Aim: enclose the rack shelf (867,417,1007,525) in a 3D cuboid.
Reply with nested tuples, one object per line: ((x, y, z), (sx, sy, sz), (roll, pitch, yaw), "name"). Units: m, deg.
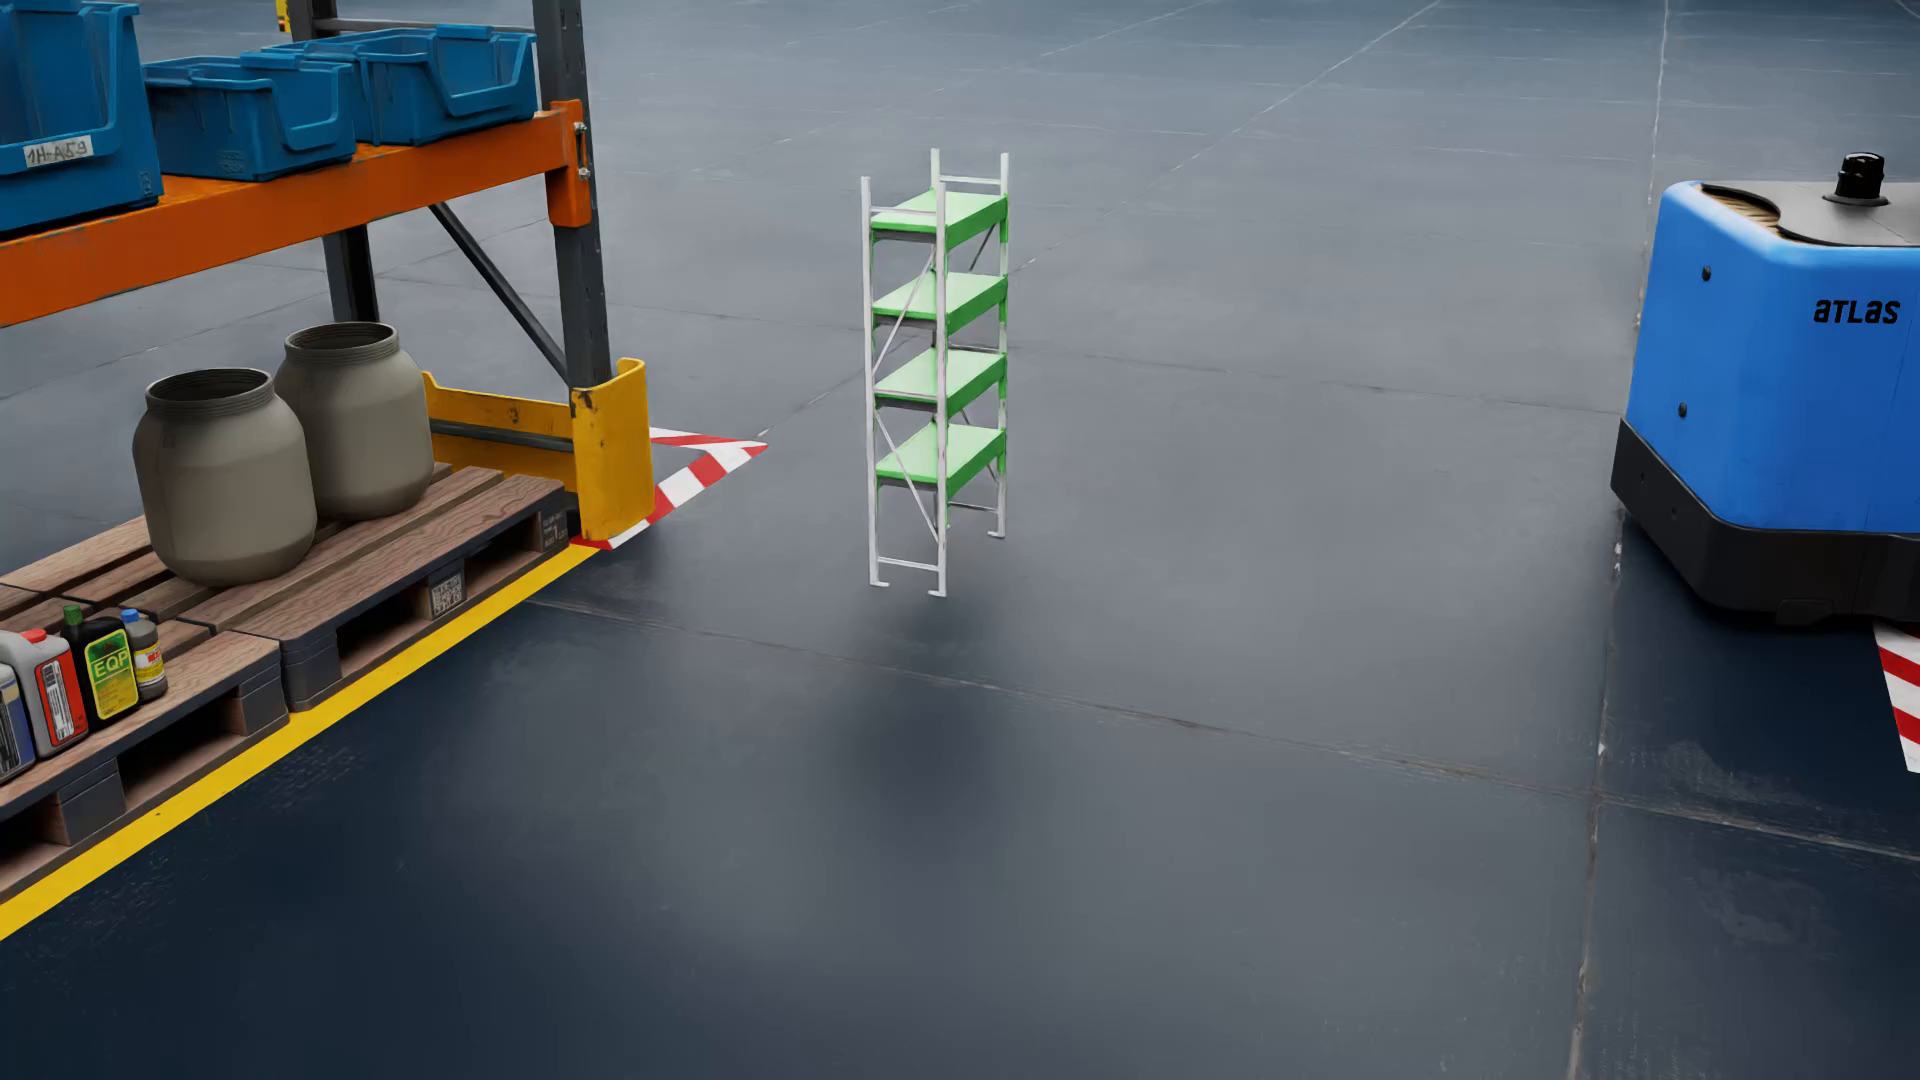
((-0.061, -0.214, 4.994), (0.258, 0.148, 0.480), (9, 24, 20), "rack shelf")

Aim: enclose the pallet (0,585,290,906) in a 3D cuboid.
((-2.353, 0.494, 3.794), (1.003, 0.211, 1.213), (9, 24, 20), "pallet")

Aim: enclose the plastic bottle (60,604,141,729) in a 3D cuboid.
((-1.909, 0.263, 3.683), (0.061, 0.283, 0.133), (9, 24, 21), "plastic bottle")

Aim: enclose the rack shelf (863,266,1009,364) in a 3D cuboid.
((-0.062, -0.657, 4.809), (0.258, 0.148, 0.480), (9, 24, 20), "rack shelf")

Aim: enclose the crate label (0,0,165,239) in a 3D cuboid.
((-2.039, -0.871, 3.397), (0.502, 0.435, 0.616), (9, 24, 20), "crate label")

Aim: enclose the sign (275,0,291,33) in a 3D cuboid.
((-2.116, -1.760, 5.213), (0.100, 0.325, 0.005), (9, 24, 20), "sign")

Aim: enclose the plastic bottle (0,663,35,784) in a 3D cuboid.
((-2.053, 0.358, 3.465), (0.152, 0.276, 0.135), (8, 24, 19), "plastic bottle")

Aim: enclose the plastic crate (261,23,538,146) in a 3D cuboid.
((-1.515, -1.261, 4.571), (0.499, 0.251, 0.616), (9, 24, 20), "plastic crate")

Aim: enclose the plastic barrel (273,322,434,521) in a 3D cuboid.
((-1.780, -0.351, 4.882), (0.421, 0.512, 0.421), (0, 23, 0), "plastic barrel")

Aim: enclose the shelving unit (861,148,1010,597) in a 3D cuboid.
((-0.062, -0.494, 4.877), (0.258, 1.200, 0.503), (9, 24, 20), "shelving unit")

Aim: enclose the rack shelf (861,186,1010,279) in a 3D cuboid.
((-0.062, -0.878, 4.717), (0.258, 0.148, 0.480), (9, 24, 20), "rack shelf")

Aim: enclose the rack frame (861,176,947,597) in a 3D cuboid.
((-0.152, -0.407, 4.668), (0.240, 1.200, 0.015), (9, 24, 20), "rack frame")

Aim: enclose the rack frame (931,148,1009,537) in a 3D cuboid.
((0.029, -0.582, 5.086), (0.240, 1.200, 0.015), (9, 24, 20), "rack frame")

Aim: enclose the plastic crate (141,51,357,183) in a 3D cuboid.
((-1.762, -1.030, 4.017), (0.499, 0.251, 0.408), (9, 24, 20), "plastic crate")

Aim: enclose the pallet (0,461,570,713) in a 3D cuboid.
((-1.898, 0.059, 4.836), (1.003, 0.211, 1.213), (9, 24, 20), "pallet")

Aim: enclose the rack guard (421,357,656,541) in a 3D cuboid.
((-1.591, -0.365, 5.474), (1.175, 0.500, 0.348), (9, 24, 20), "rack guard")

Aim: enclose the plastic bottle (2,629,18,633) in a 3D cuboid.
((-2.100, 0.290, 3.618), (0.061, 0.283, 0.133), (9, 24, 20), "plastic bottle")

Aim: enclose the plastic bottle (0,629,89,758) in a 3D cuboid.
((-2.001, 0.308, 3.584), (0.152, 0.276, 0.135), (9, 24, 20), "plastic bottle")

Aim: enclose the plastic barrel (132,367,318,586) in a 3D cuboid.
((-1.967, -0.172, 4.453), (0.421, 0.512, 0.421), (0, 23, 0), "plastic barrel")

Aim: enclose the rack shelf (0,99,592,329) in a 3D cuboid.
((-2.350, -0.504, 3.499), (1.077, 0.370, 4.000), (9, 24, 20), "rack shelf")

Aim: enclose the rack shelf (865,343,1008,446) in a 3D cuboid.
((-0.062, -0.435, 4.902), (0.258, 0.148, 0.480), (9, 24, 20), "rack shelf")

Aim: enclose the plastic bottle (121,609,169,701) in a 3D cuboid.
((-1.882, 0.256, 3.805), (0.097, 0.201, 0.097), (0, 23, 0), "plastic bottle")

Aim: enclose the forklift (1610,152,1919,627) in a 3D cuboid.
((3.621, -1.251, 4.442), (3.031, 2.935, 1.130), (2, 23, 4), "forklift")

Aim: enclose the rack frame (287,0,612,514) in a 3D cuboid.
((-1.607, -1.552, 5.074), (1.000, 3.000, 0.127), (9, 24, 20), "rack frame")
